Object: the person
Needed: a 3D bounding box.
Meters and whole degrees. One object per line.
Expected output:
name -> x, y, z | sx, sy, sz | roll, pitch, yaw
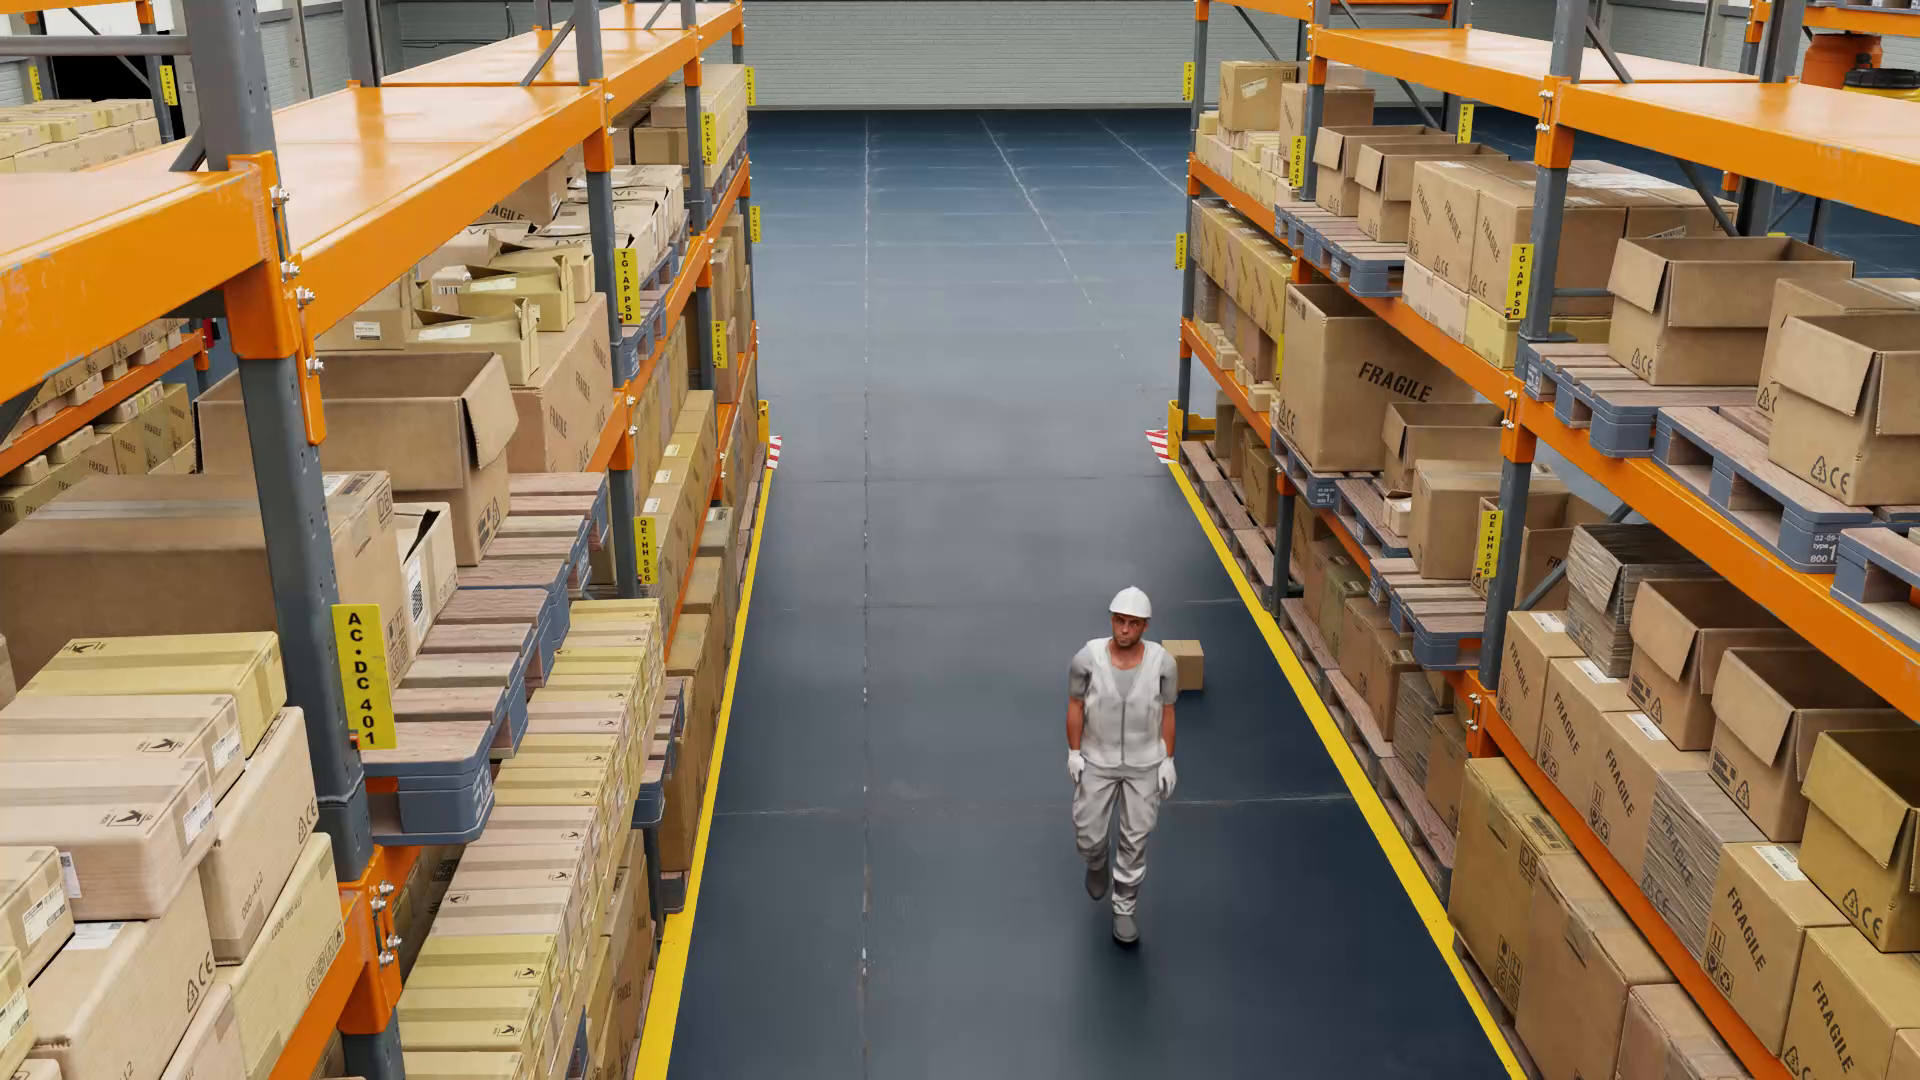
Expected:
person -> 0.783, 1.063, 8.082 | 0.542, 1.782, 0.550 | 1, 20, 4
